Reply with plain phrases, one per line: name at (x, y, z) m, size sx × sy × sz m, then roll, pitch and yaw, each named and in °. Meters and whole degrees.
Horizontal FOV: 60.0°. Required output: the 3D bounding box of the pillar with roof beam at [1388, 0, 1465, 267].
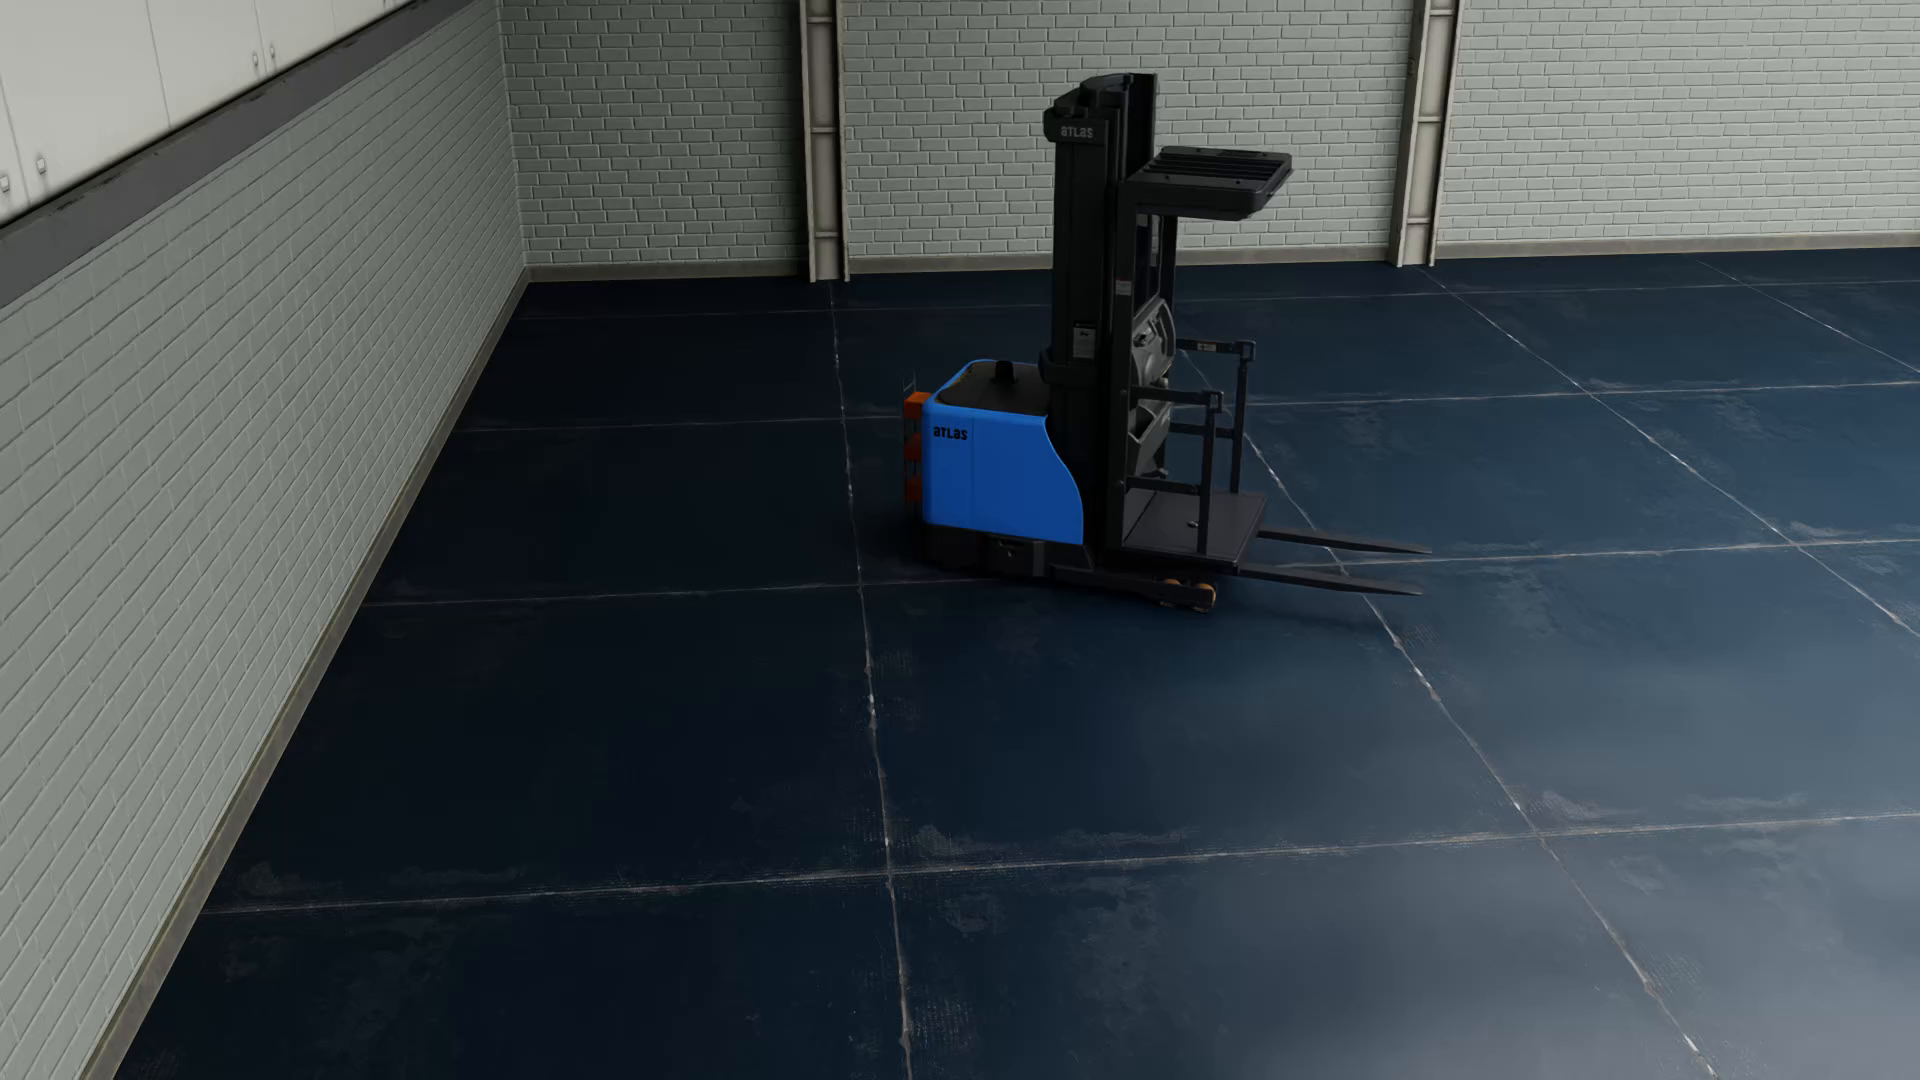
pillar with roof beam at (5.083, -5.242, 11.464) m, size 0.400 × 9.000 × 9.100 m, roll -2°, pitch 24°, yaw -5°

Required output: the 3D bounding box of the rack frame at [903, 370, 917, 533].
rack frame at (-0.323, -0.563, 10.723) m, size 0.008 × 1.050 × 0.200 m, roll 8°, pitch 25°, yaw 18°

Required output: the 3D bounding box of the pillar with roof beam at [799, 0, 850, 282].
pillar with roof beam at (-0.888, -5.003, 10.926) m, size 0.400 × 9.000 × 9.100 m, roll -2°, pitch 24°, yaw -5°

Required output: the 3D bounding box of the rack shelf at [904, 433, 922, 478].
rack shelf at (-0.208, -0.537, 10.690) m, size 0.240 × 0.259 × 0.215 m, roll 8°, pitch 25°, yaw 18°

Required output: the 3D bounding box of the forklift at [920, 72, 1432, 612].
forklift at (1.325, -1.159, 9.748) m, size 3.031 × 2.935 × 1.130 m, roll 8°, pitch 25°, yaw 18°

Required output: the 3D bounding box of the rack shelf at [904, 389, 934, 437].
rack shelf at (-0.208, -0.796, 10.576) m, size 0.240 × 0.259 × 0.215 m, roll 8°, pitch 25°, yaw 18°

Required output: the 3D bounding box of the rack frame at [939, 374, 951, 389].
rack frame at (-0.093, -0.530, 10.649) m, size 0.008 × 1.050 × 0.200 m, roll 8°, pitch 25°, yaw 18°

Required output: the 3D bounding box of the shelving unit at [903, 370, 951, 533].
shelving unit at (-0.208, -0.546, 10.686) m, size 0.252 × 1.050 × 0.215 m, roll 8°, pitch 25°, yaw 18°

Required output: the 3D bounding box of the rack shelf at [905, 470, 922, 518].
rack shelf at (-0.208, -0.283, 10.803) m, size 0.240 × 0.259 × 0.215 m, roll 8°, pitch 25°, yaw 18°
